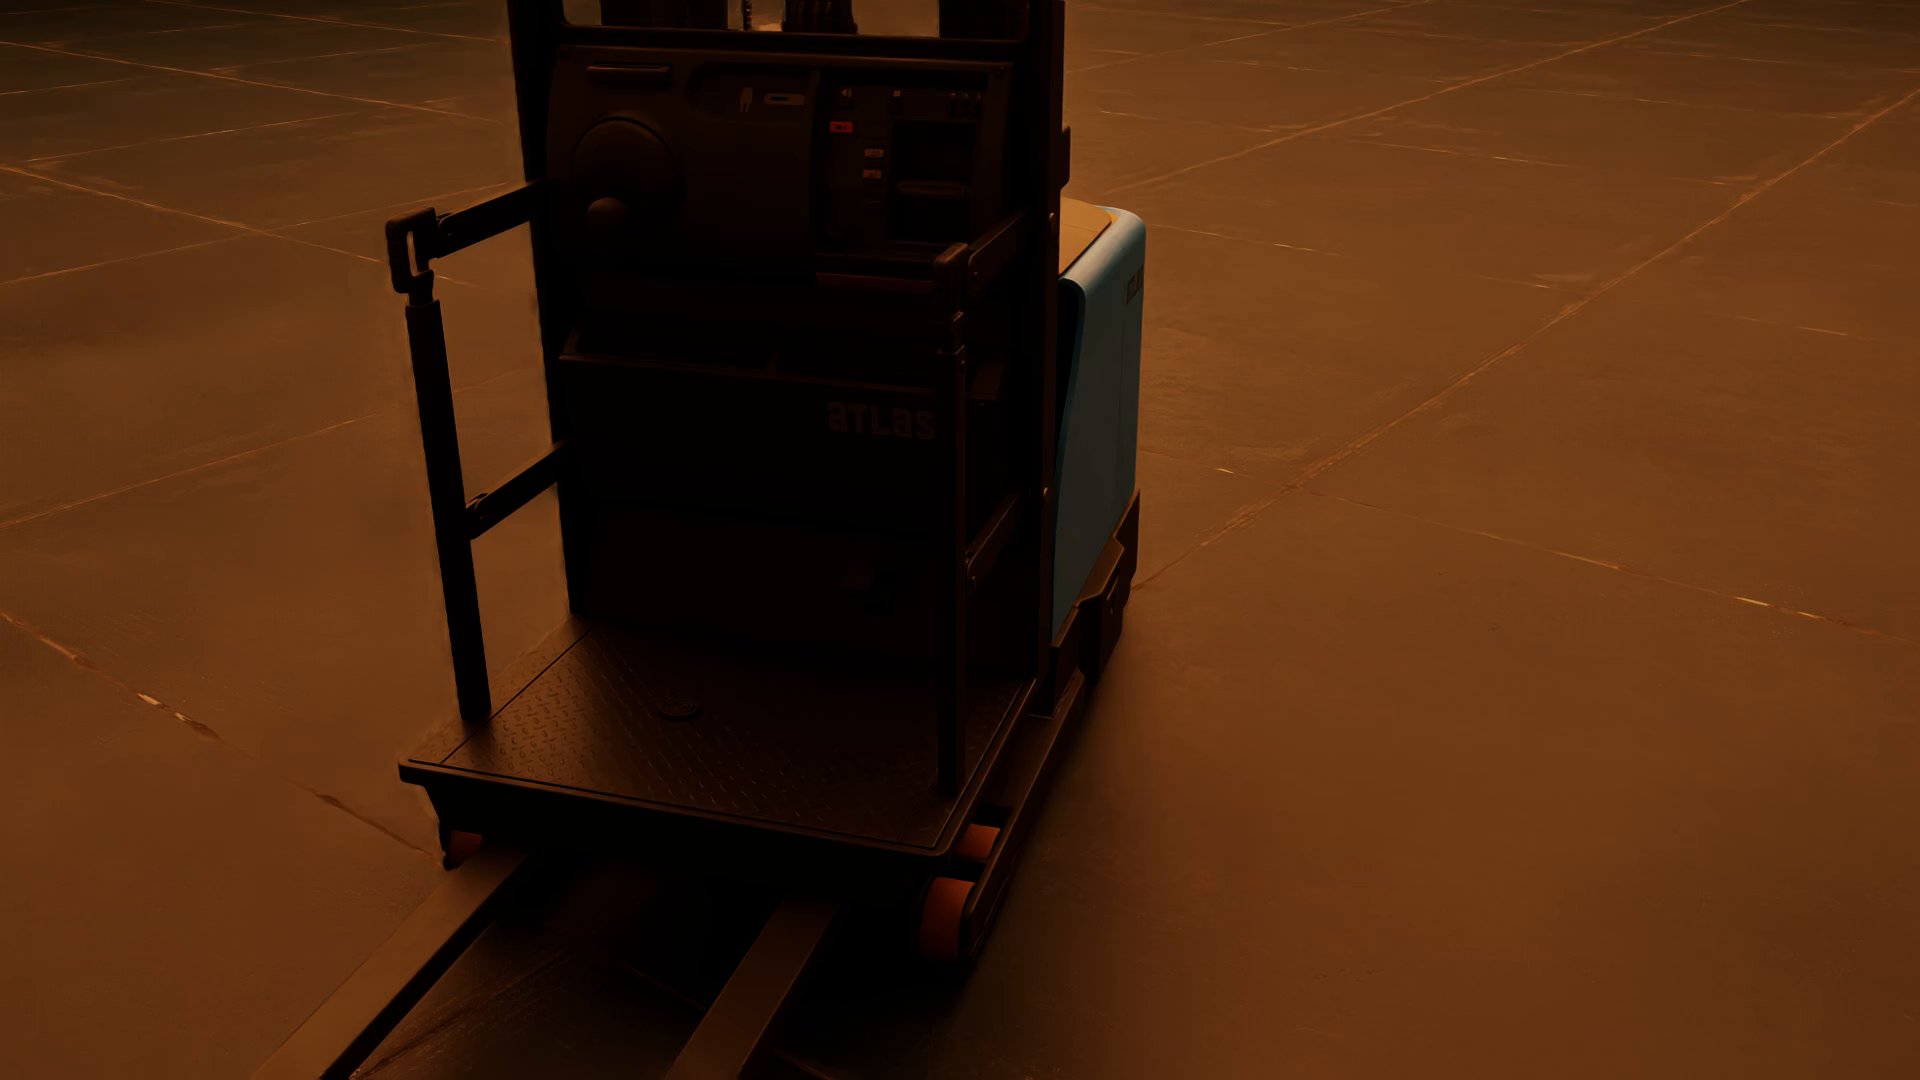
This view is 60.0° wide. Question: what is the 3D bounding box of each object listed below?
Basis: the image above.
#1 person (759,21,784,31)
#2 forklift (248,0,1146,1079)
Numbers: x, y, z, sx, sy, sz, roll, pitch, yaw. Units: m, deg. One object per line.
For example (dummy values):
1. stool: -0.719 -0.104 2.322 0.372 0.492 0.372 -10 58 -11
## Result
1. person: -0.574 -0.900 5.194 0.740 1.444 0.951 8 25 18
2. forklift: -0.415 -0.713 2.975 1.130 2.935 3.031 7 24 15
